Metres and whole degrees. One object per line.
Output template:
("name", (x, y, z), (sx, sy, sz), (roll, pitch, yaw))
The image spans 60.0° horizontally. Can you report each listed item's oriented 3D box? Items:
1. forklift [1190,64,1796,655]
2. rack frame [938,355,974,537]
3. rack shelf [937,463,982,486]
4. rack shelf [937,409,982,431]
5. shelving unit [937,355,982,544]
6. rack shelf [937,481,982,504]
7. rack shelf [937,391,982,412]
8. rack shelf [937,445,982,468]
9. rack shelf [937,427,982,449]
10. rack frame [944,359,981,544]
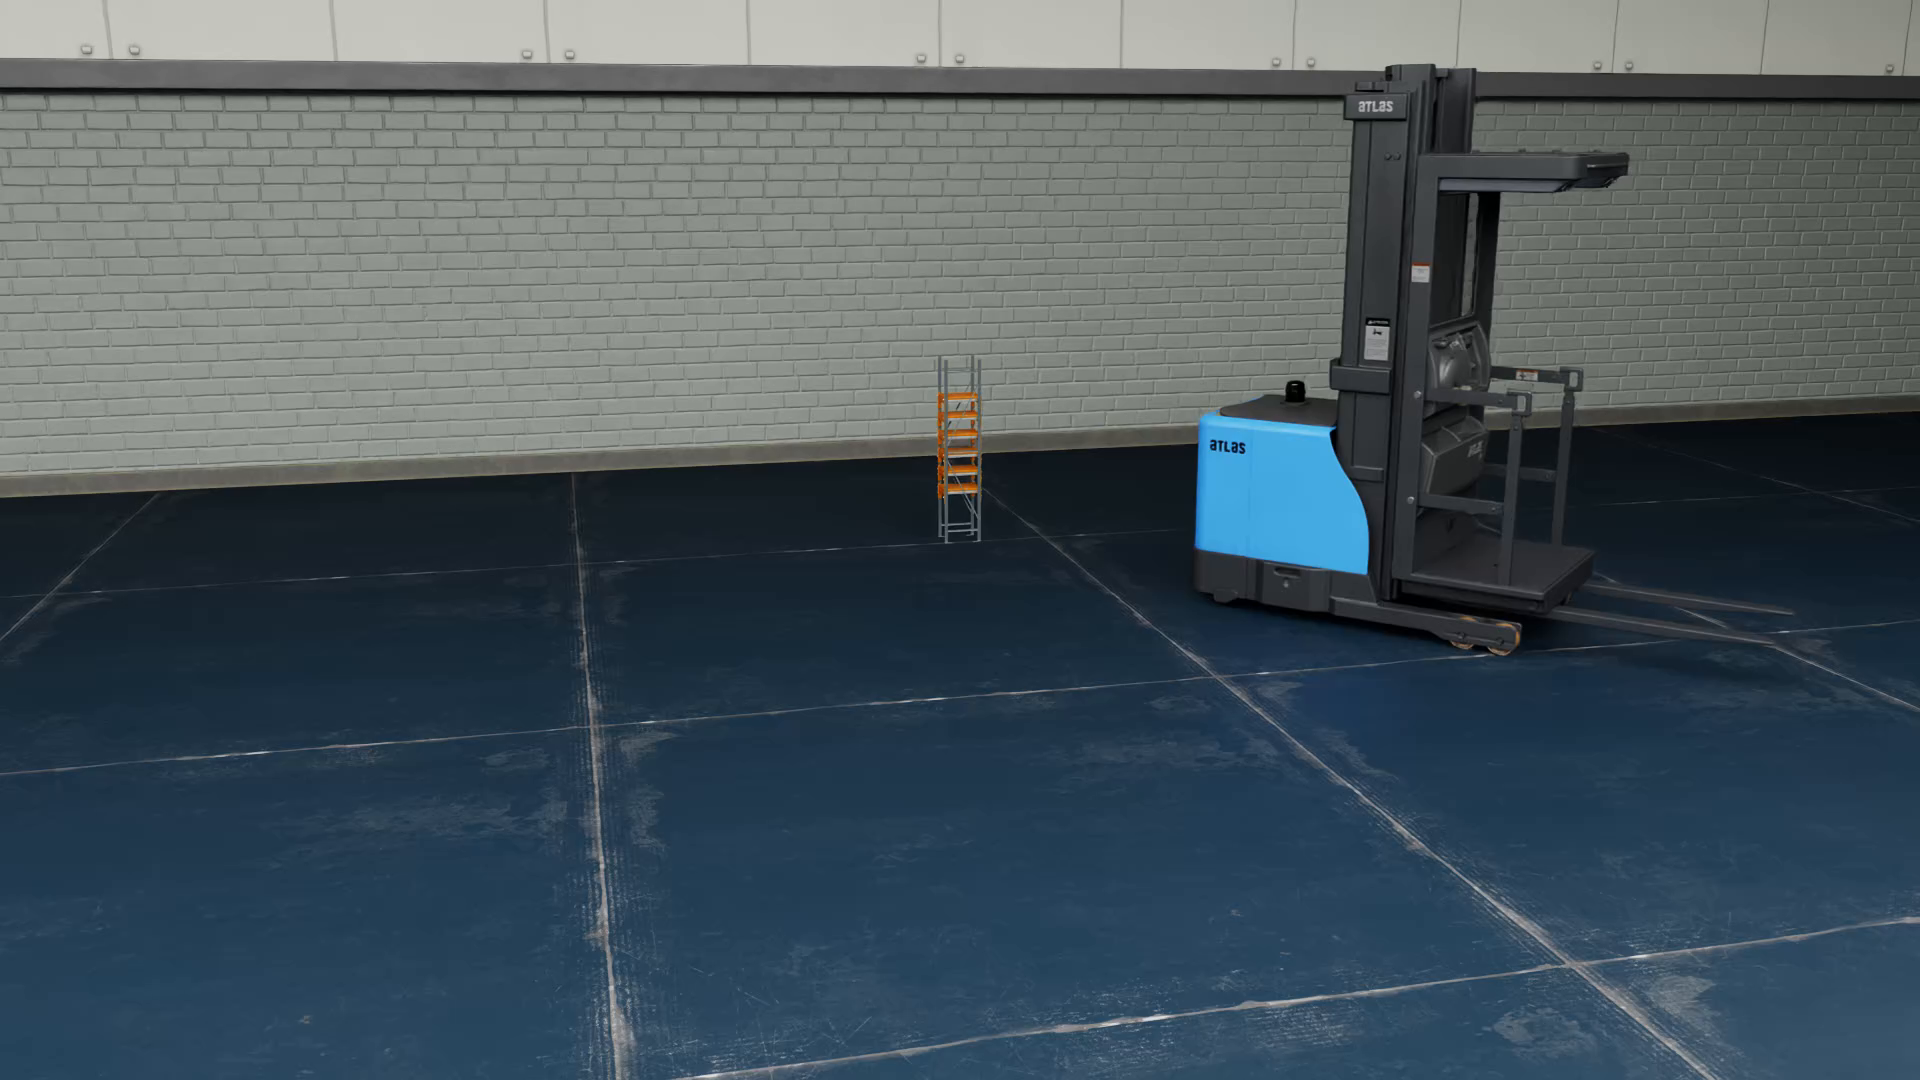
("forklift", (2.827, -0.977, 8.749), (3.031, 2.935, 1.130), (9, 16, 33))
("rack frame", (-0.025, -0.607, 10.885), (0.240, 1.200, 0.006), (-3, 14, -13))
("rack shelf", (-0.003, -0.426, 10.837), (0.258, 0.103, 0.180), (-3, 14, -13))
("rack shelf", (-0.003, -0.776, 10.752), (0.258, 0.103, 0.180), (-3, 14, -13))
("shelving unit", (-0.003, -0.586, 10.798), (0.258, 1.200, 0.189), (-3, 14, -13))
("rack shelf", (-0.003, -0.310, 10.866), (0.258, 0.103, 0.180), (-3, 14, -13))
("rack shelf", (-0.003, -0.893, 10.723), (0.258, 0.103, 0.180), (-3, 14, -13))
("rack shelf", (-0.003, -0.543, 10.809), (0.258, 0.103, 0.180), (-3, 14, -13))
("rack shelf", (-0.003, -0.660, 10.780), (0.258, 0.103, 0.180), (-3, 14, -13))
("rack frame", (0.018, -0.565, 10.712), (0.240, 1.200, 0.006), (-3, 14, -13))
